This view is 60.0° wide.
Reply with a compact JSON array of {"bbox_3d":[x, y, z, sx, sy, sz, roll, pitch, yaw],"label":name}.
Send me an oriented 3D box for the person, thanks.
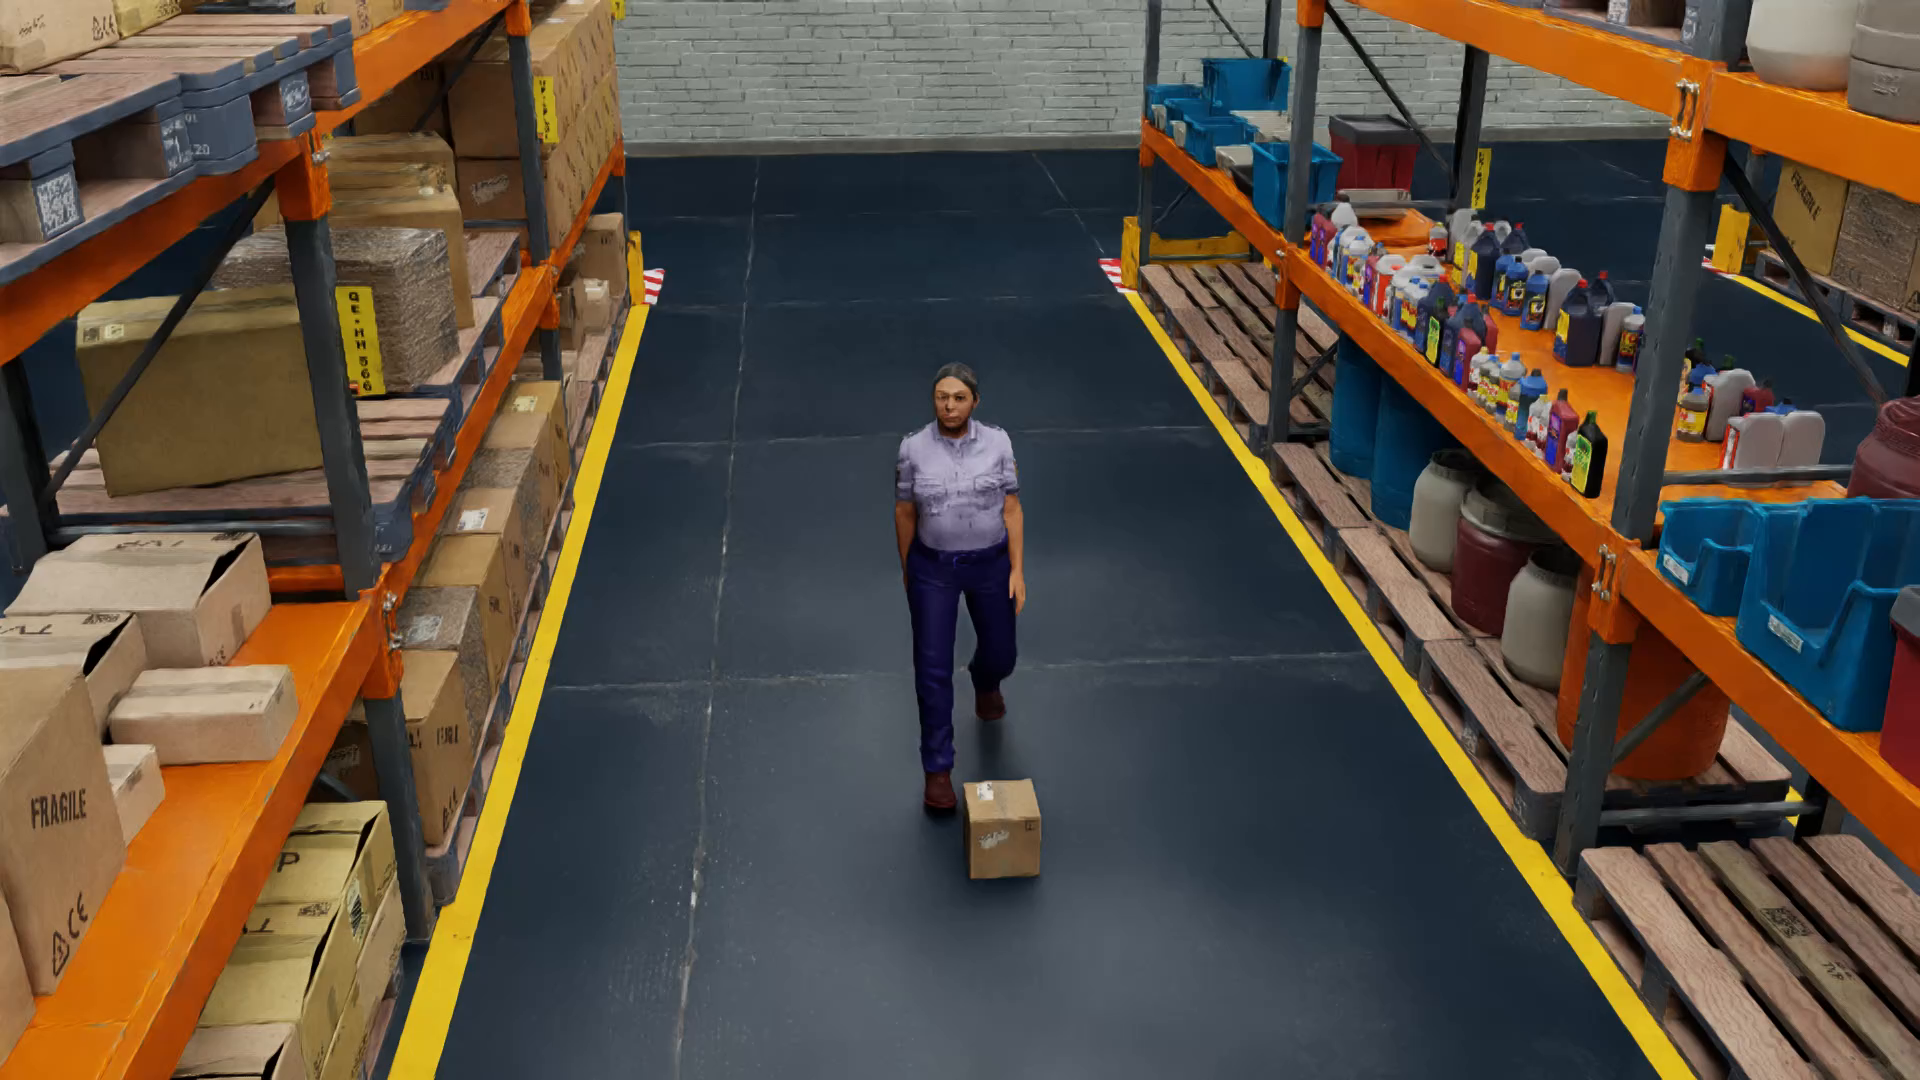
[{"bbox_3d":[0.006,0.138,6.315,0.476,1.600,0.838,-3,24,-8],"label":"person"}]
